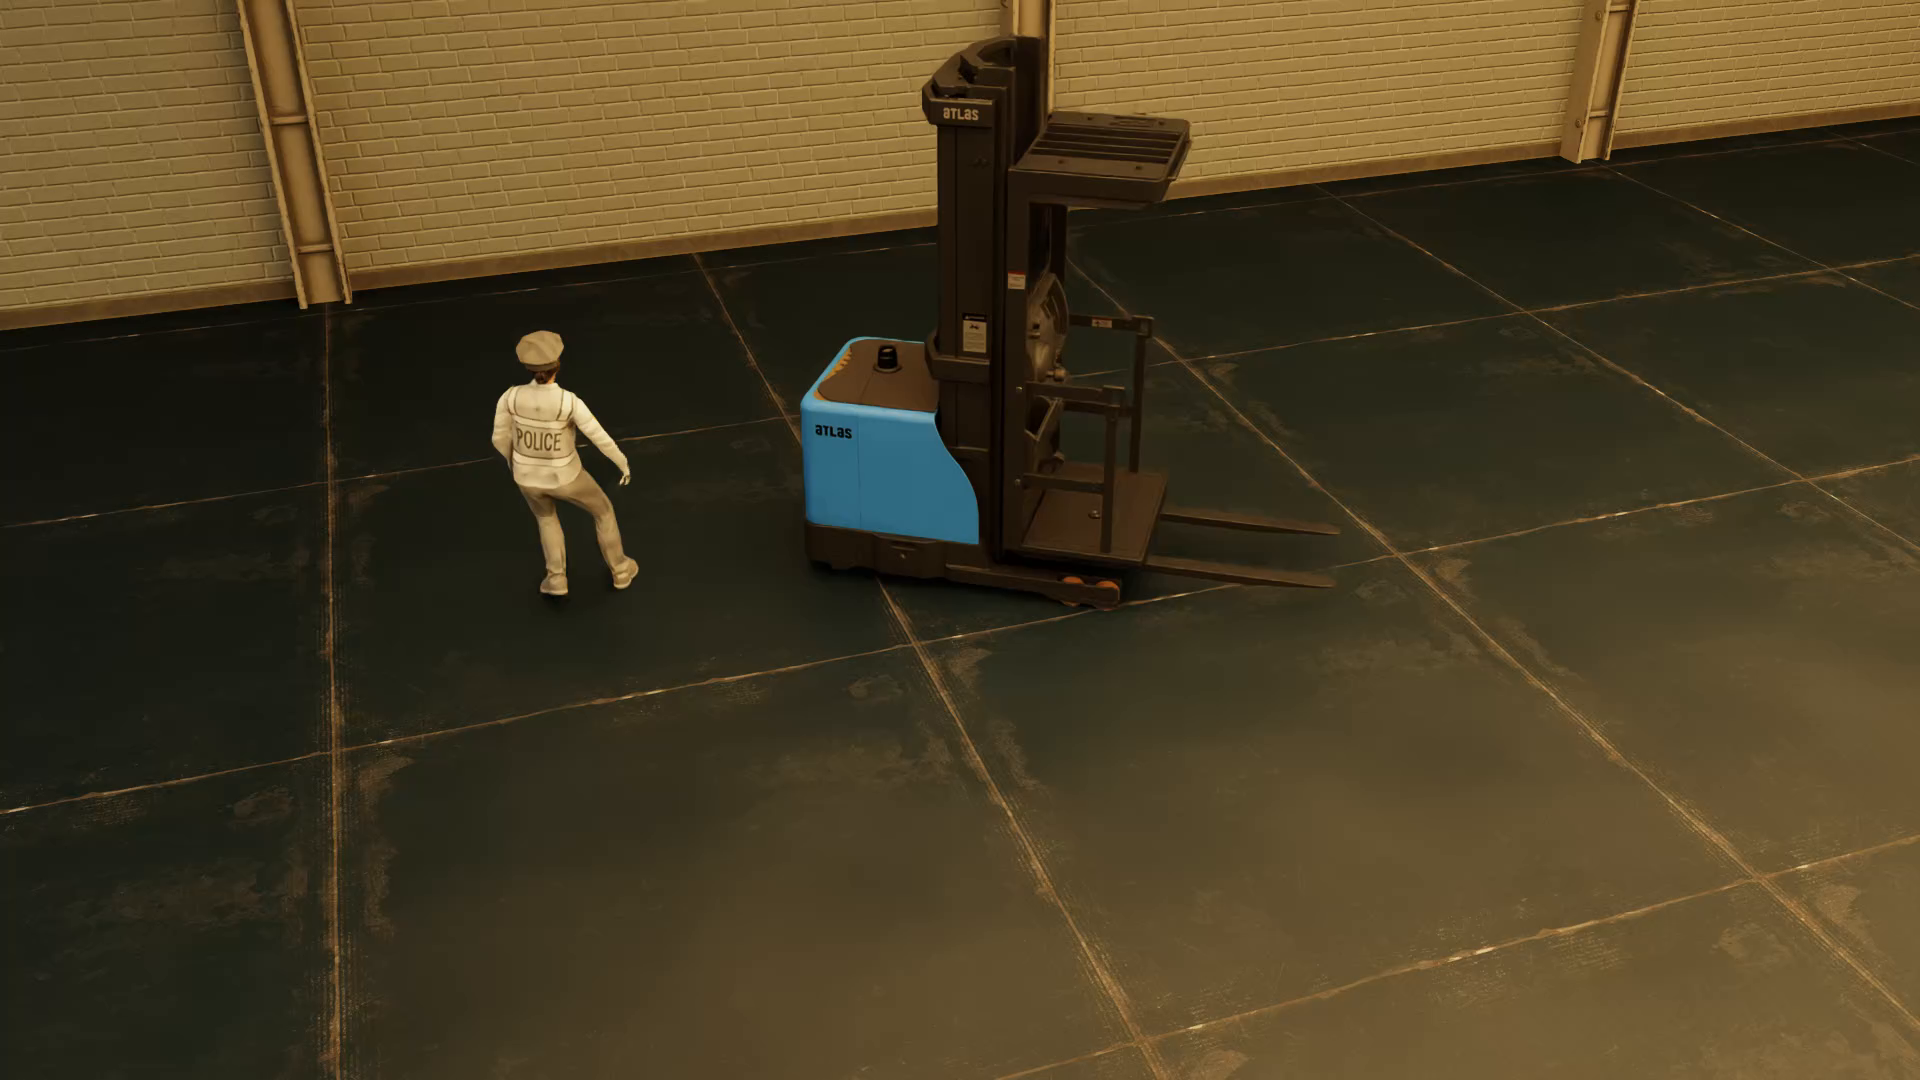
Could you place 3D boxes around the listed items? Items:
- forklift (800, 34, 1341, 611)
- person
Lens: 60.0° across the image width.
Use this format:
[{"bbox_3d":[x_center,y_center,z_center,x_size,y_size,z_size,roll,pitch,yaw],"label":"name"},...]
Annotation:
[{"bbox_3d":[0.669,-1.166,9.113,3.031,2.935,1.130,7,31,12],"label":"forklift"},{"bbox_3d":[-2.164,-0.422,9.132,0.682,1.613,0.558,1,30,2],"label":"person"}]
